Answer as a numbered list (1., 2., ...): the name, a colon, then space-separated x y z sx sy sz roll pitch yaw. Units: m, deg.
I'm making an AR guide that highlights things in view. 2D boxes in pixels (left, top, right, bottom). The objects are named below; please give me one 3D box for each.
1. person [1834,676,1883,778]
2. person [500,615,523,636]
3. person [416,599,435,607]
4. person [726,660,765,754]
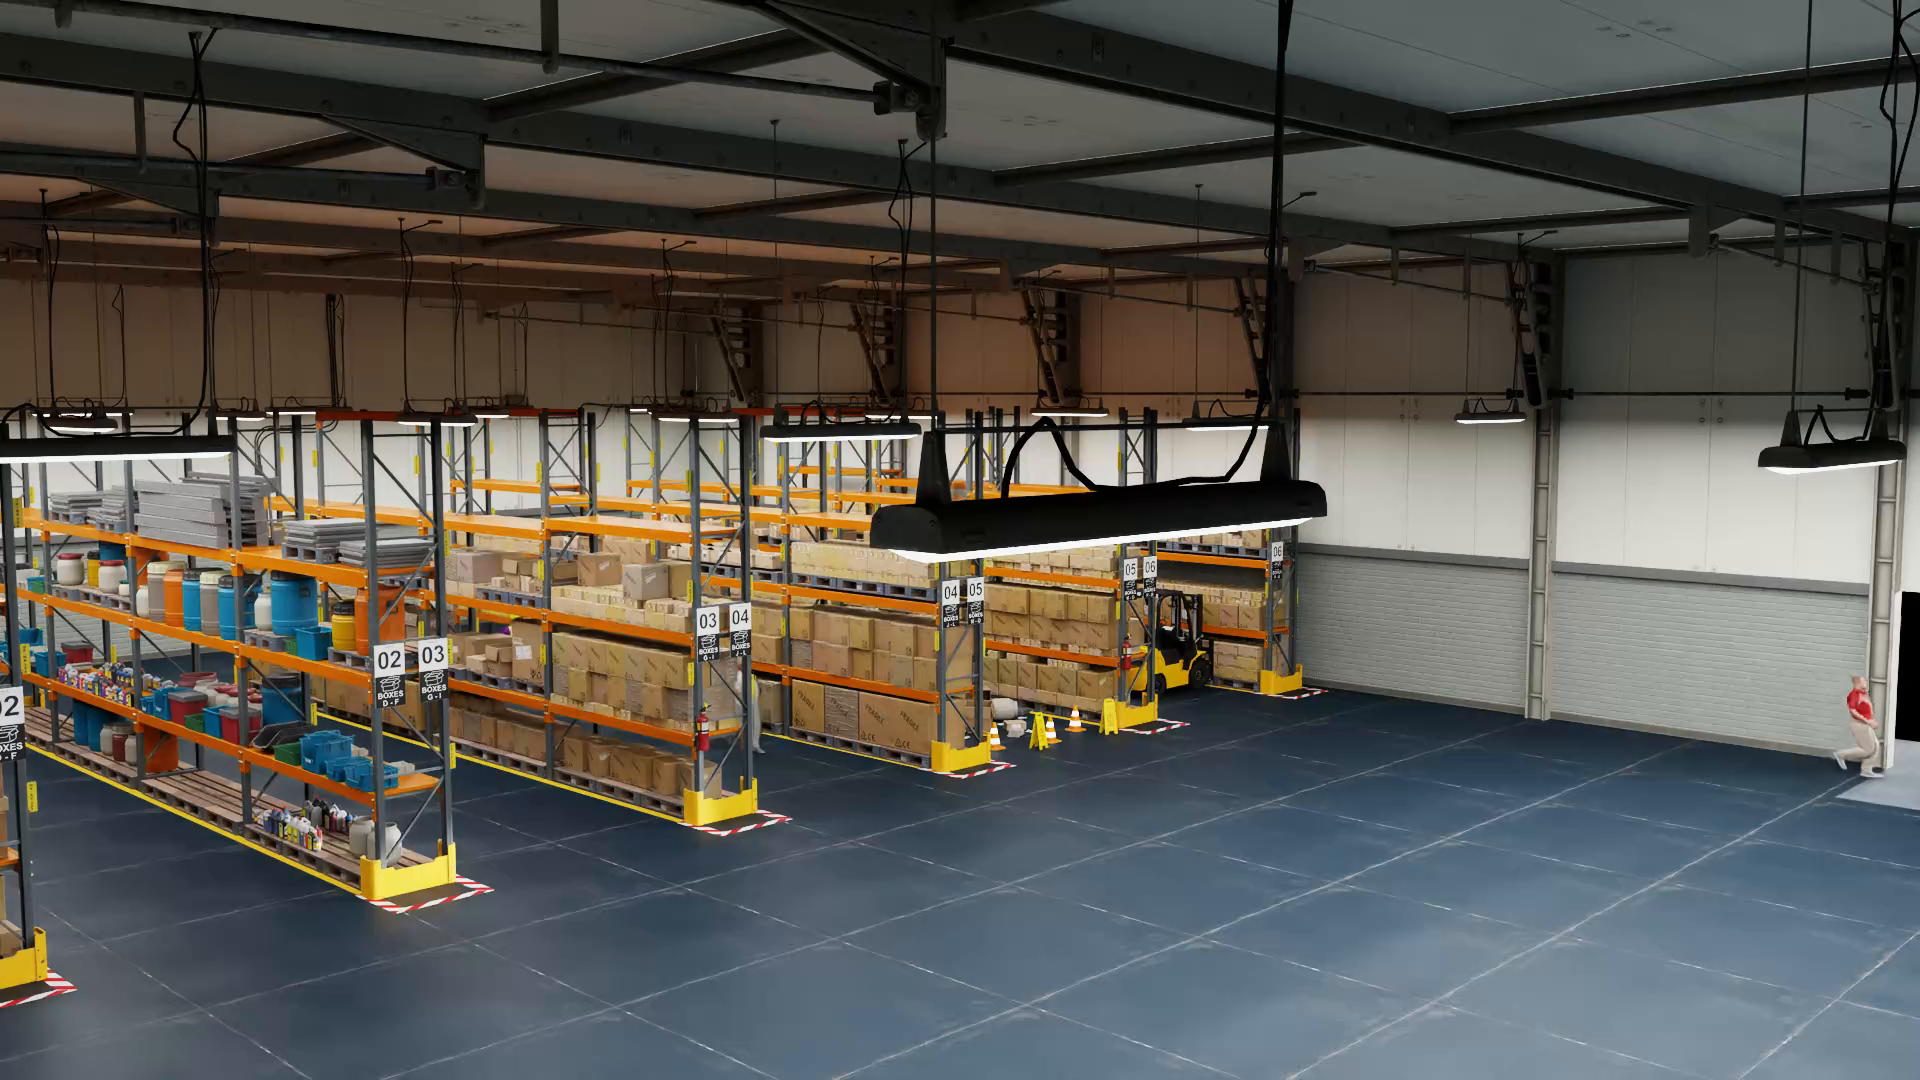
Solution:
1. person: 14.809 3.069 27.366 0.727 1.672 0.658 3 6 29
2. person: -9.200 2.379 34.711 0.667 1.740 0.684 5 7 42
3. person: -12.679 1.976 39.327 0.714 1.741 0.899 2 5 21
4. person: -3.786 2.918 29.327 0.849 1.659 0.607 3 6 34
